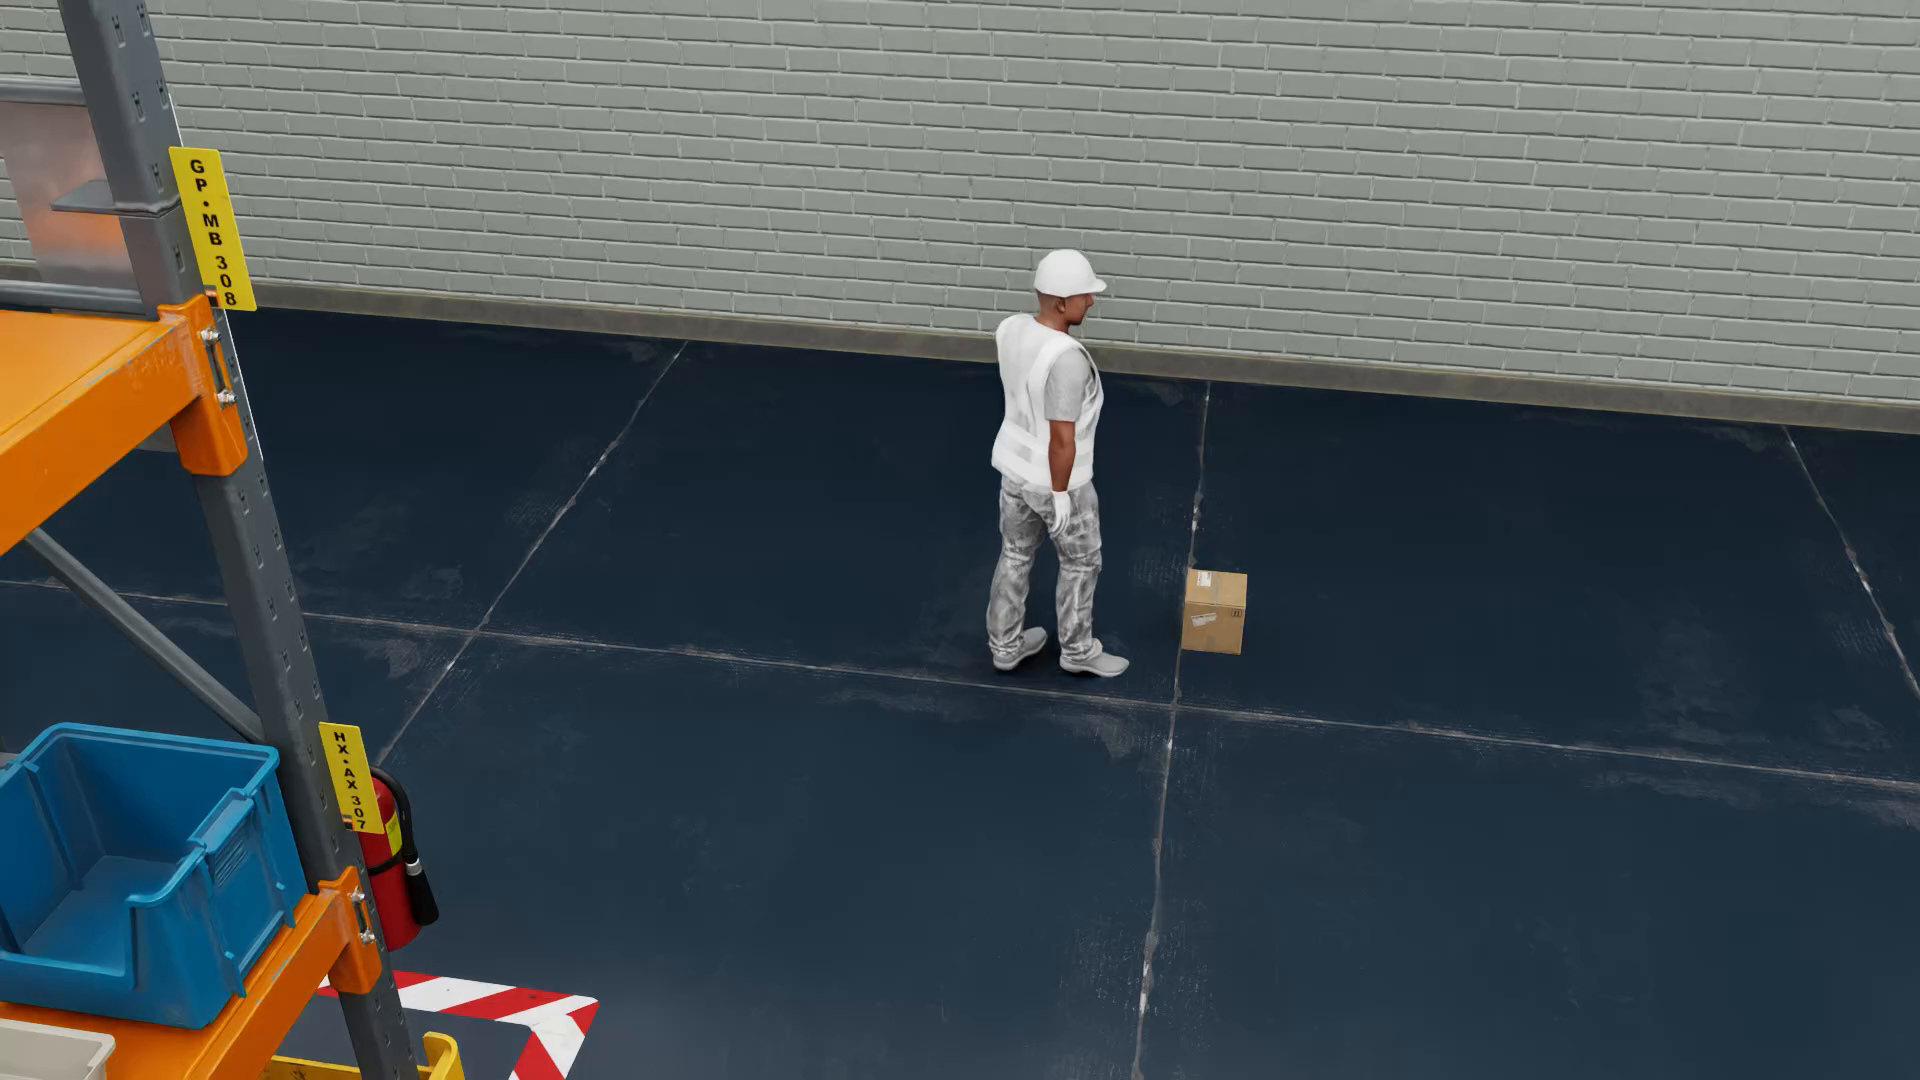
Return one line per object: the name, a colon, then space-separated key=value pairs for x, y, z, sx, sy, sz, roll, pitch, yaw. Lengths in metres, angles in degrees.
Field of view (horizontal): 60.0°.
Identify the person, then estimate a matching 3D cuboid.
person: x=0.360 y=-0.263 z=6.536 sx=0.513 sy=1.817 sz=0.570 roll=-20 pitch=37 yaw=-29
